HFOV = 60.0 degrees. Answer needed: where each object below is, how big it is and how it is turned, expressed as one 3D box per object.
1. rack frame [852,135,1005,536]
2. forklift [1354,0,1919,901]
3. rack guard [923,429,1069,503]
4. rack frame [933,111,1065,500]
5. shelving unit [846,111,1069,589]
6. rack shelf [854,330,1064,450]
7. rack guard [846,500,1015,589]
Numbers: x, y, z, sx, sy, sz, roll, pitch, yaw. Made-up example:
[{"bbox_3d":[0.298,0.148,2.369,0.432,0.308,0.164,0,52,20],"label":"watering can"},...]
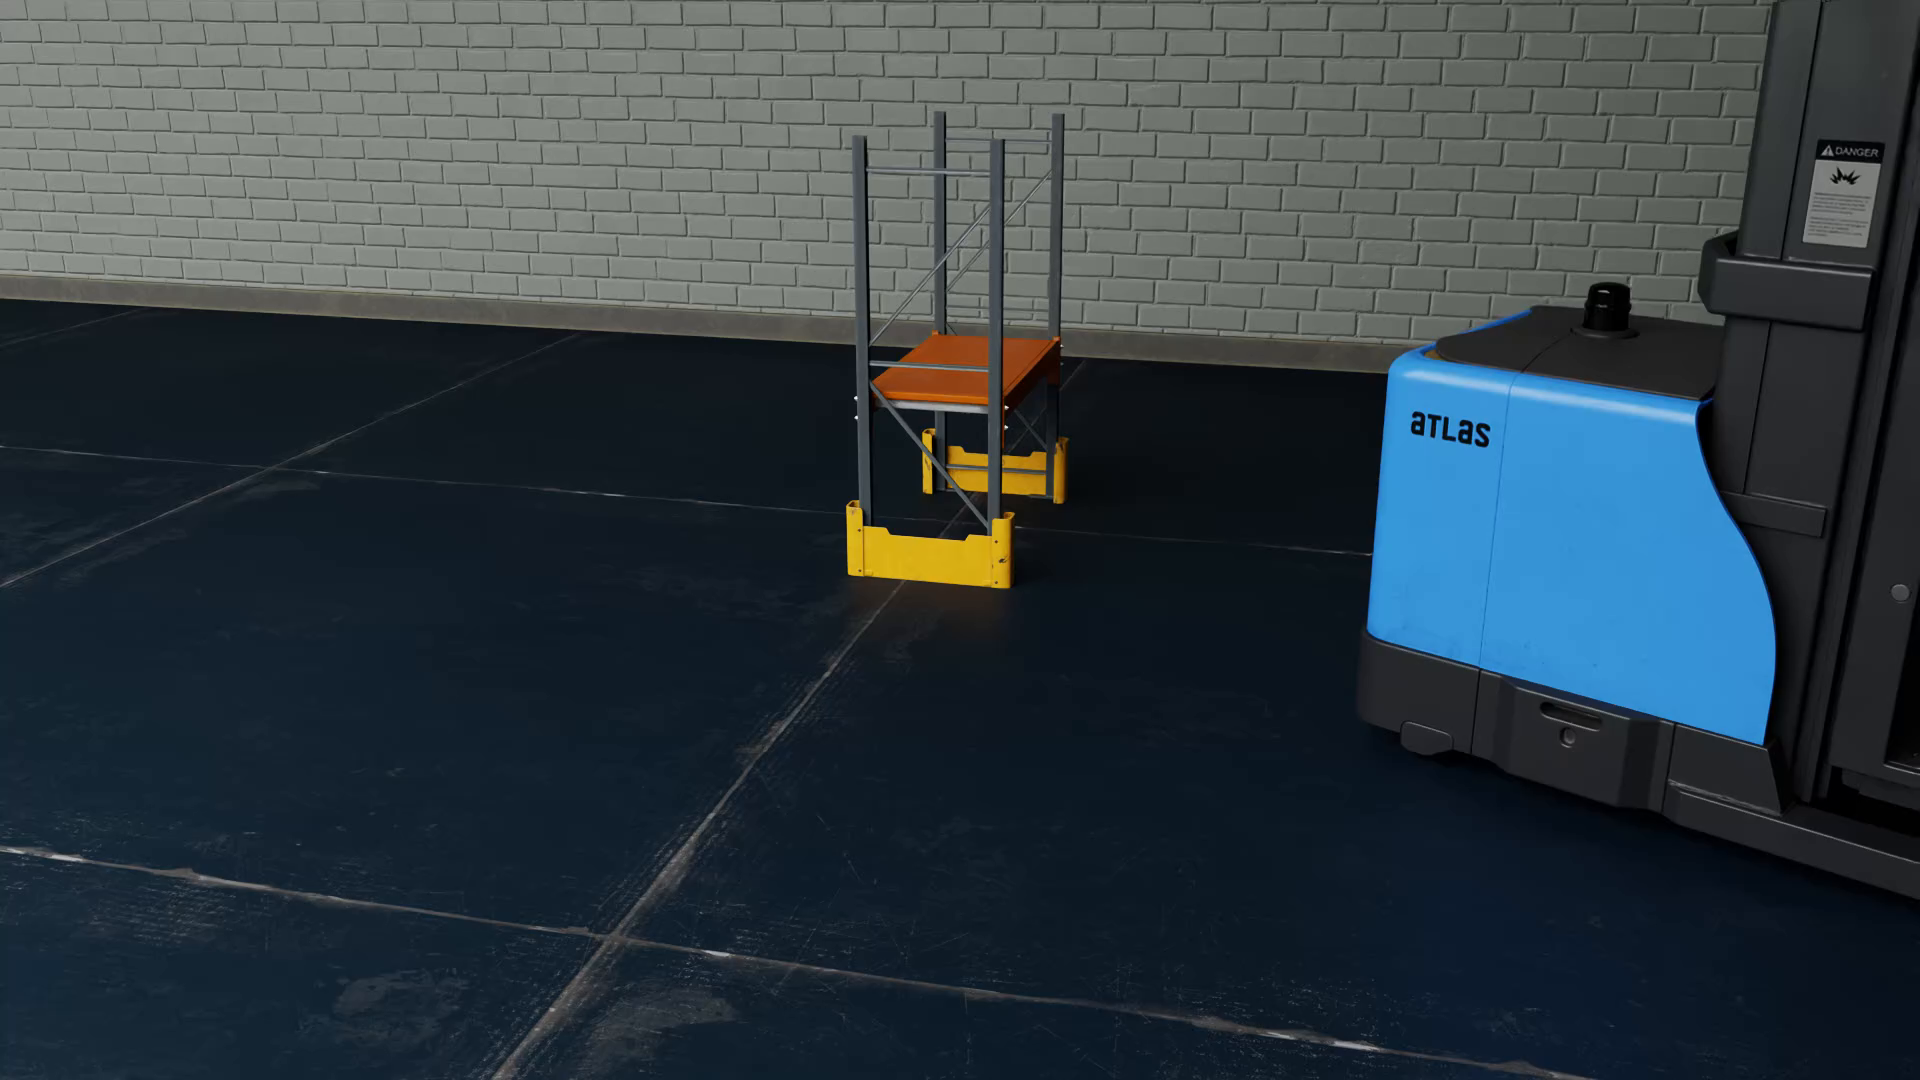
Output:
[{"bbox_3d":[-0.103,-0.577,5.557,0.500,1.500,0.032,5,19,13],"label":"rack frame"},{"bbox_3d":[2.529,-0.646,3.544,3.031,2.935,1.130,16,24,38],"label":"forklift"},{"bbox_3d":[0.140,-0.298,6.674,0.587,0.250,0.087,5,19,13],"label":"rack guard"},{"bbox_3d":[0.145,-0.896,6.490,0.500,1.500,0.032,5,19,13],"label":"rack frame"},{"bbox_3d":[0.019,-0.734,6.015,0.587,1.500,1.083,5,19,13],"label":"shelving unit"},{"bbox_3d":[0.021,-0.566,6.082,0.538,0.185,1.000,5,19,13],"label":"rack shelf"},{"bbox_3d":[-0.103,0.014,5.760,0.587,0.250,0.087,5,19,13],"label":"rack guard"}]
